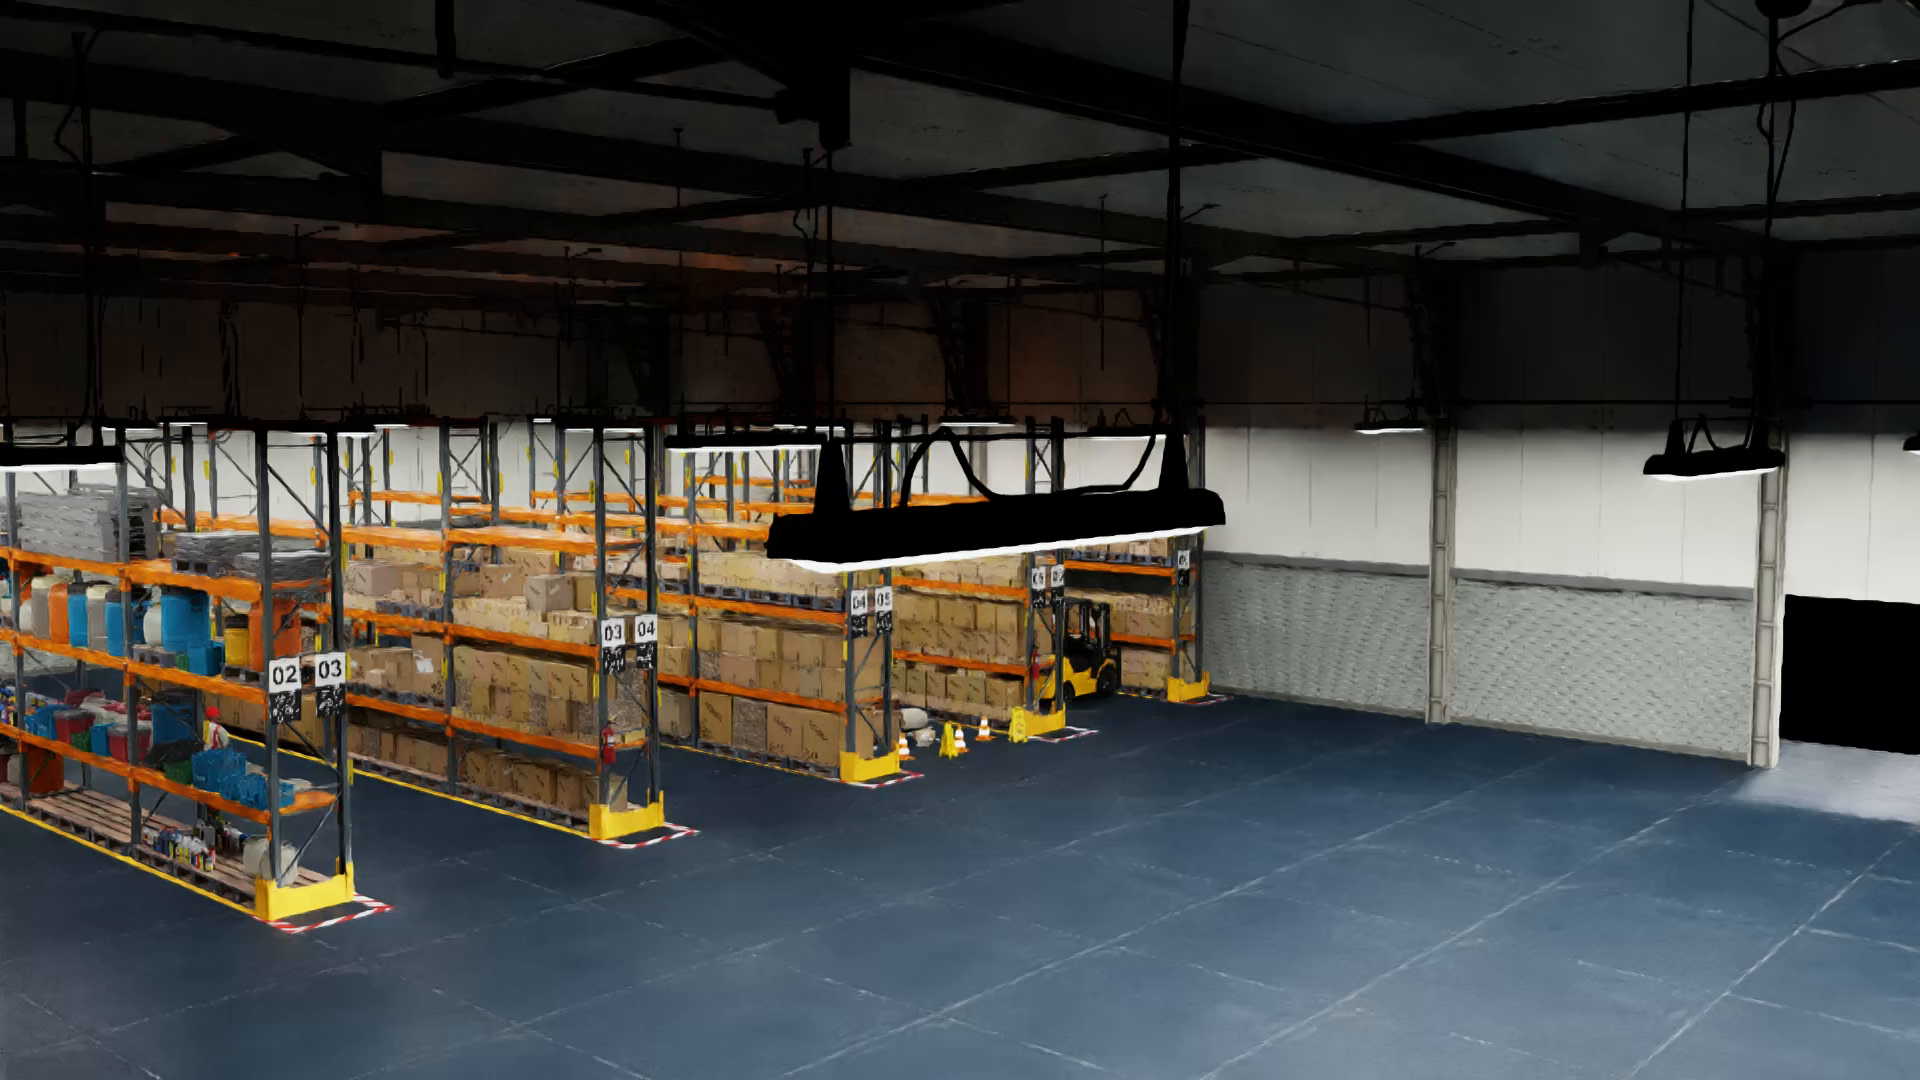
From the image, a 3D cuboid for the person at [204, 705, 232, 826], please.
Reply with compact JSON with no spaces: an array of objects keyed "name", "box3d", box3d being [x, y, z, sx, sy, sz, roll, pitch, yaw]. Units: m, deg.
[{"name":"person","box3d":[-11.144,3.357,24.845,0.617,1.789,0.522,1,5,17]}]
